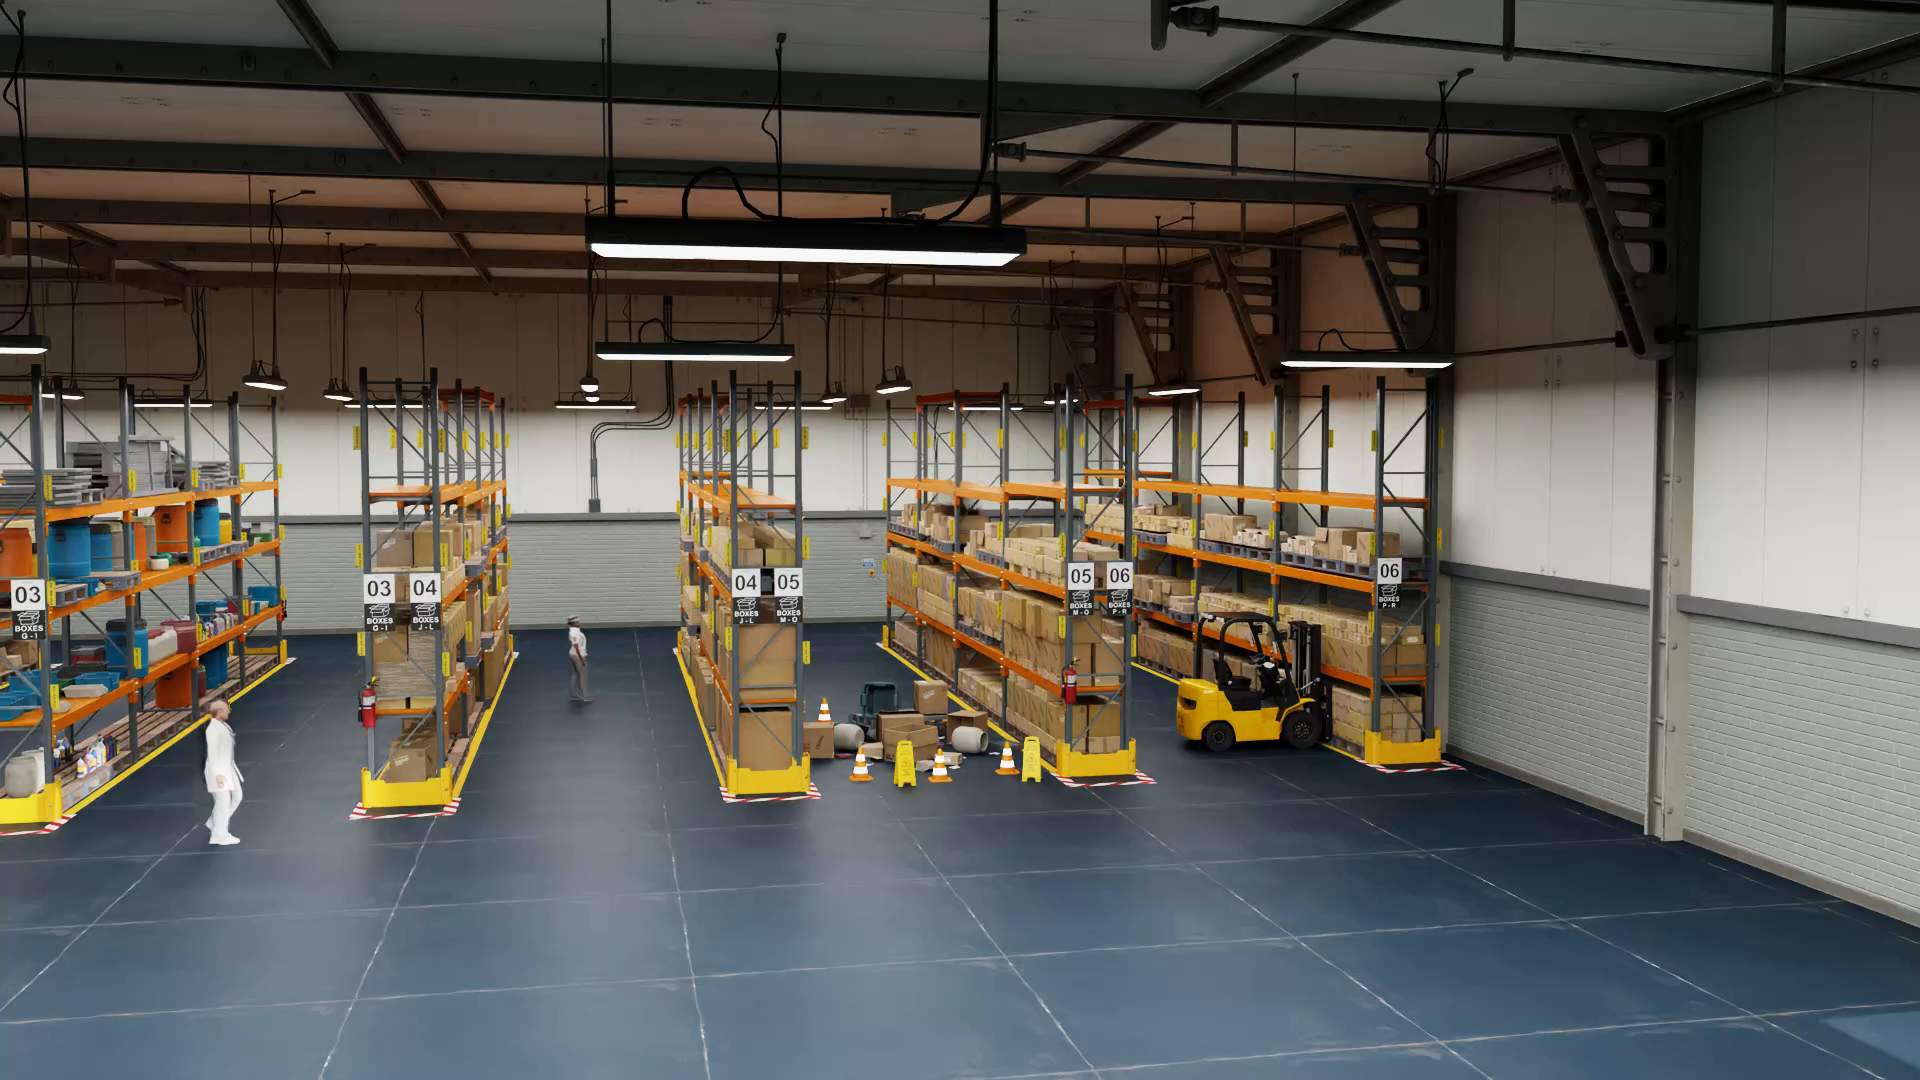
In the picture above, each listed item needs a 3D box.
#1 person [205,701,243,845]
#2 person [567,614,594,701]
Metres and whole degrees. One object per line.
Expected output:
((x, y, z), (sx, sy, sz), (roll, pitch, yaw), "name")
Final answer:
((-9.238, 2.889, 20.708), (0.554, 1.781, 0.661), (0, 3, -2), "person")
((-7.283, 2.260, 31.909), (0.464, 1.673, 0.546), (-2, 4, -29), "person")
